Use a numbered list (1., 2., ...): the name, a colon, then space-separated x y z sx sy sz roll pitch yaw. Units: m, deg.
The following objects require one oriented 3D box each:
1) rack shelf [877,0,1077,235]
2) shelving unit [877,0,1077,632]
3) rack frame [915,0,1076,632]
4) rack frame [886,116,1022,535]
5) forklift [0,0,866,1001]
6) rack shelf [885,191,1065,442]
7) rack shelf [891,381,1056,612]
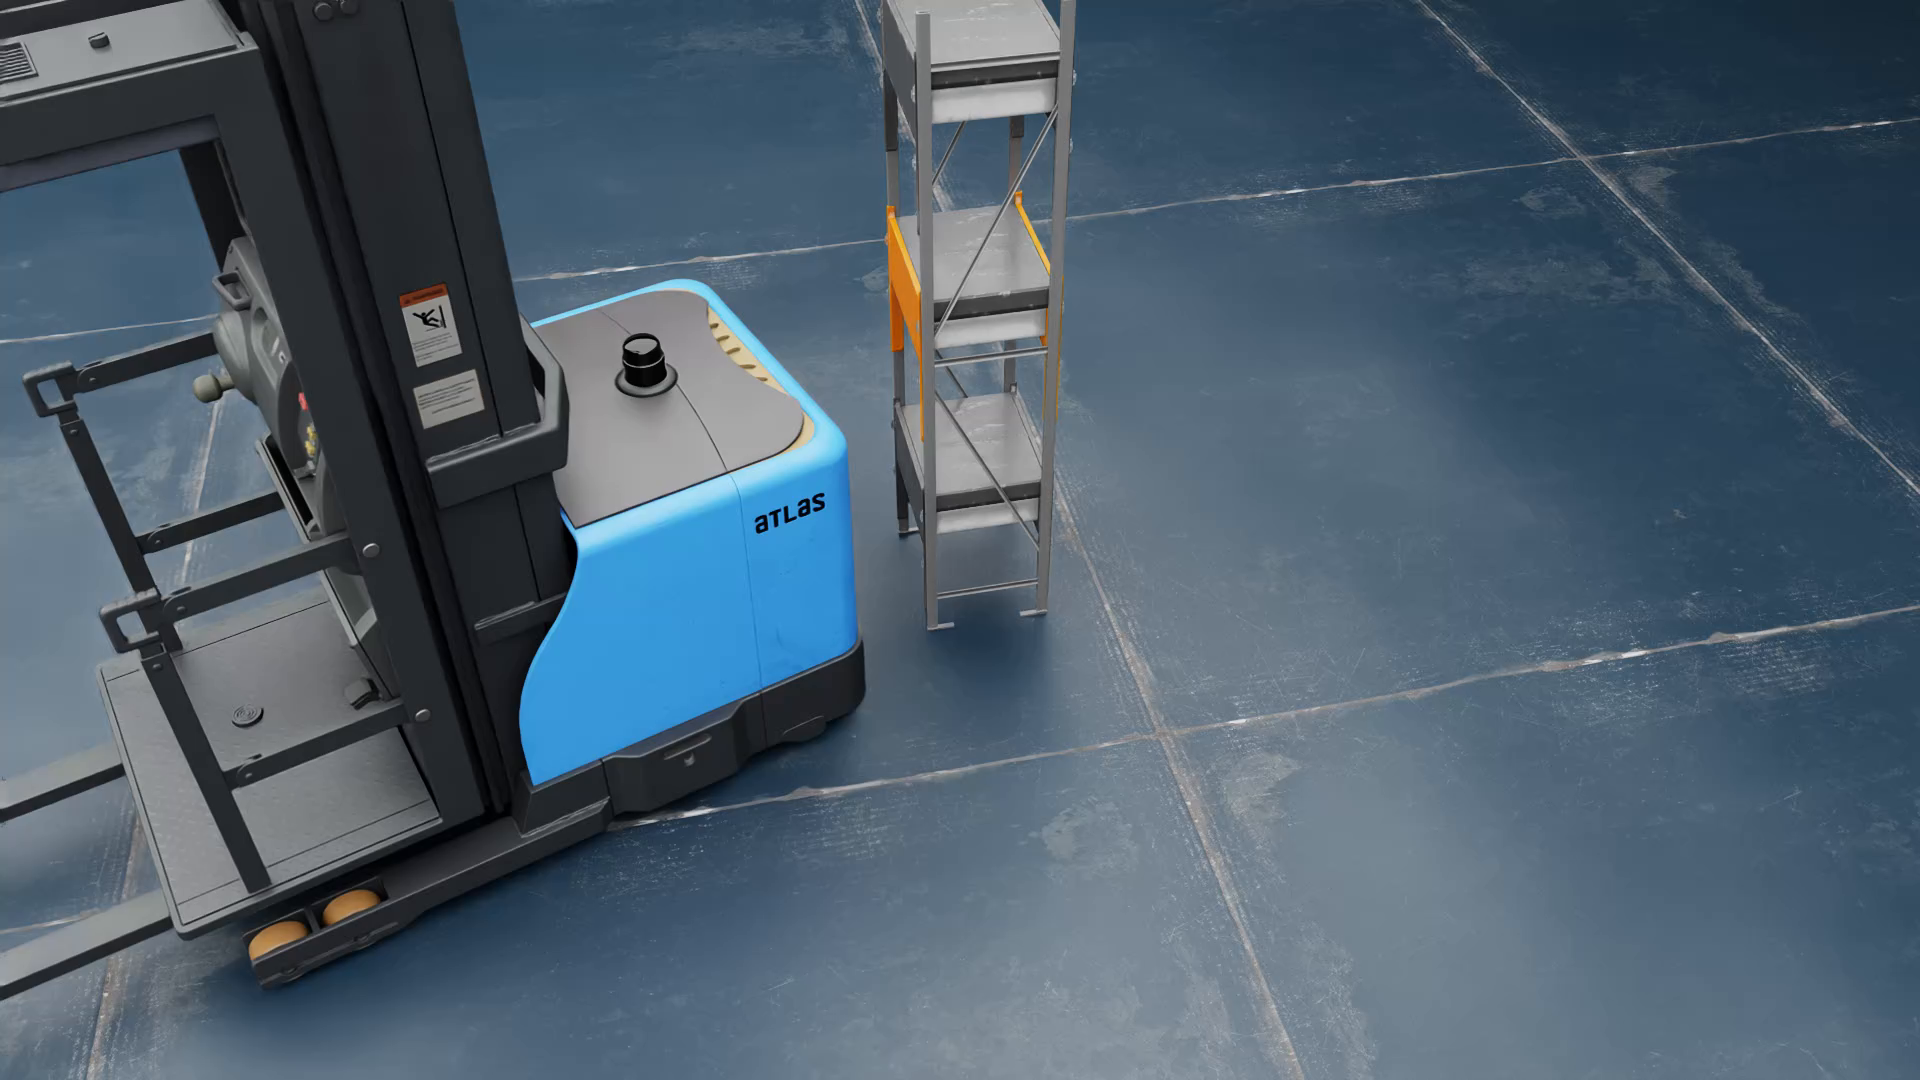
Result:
1. rack shelf: 0.036 -1.191 4.476 0.431 0.518 0.480 -8 42 -9
2. shelving unit: 0.036 -0.678 4.932 0.431 2.100 0.503 -8 42 -9
3. rack frame: 0.088 -0.520 4.754 0.400 2.100 0.015 -8 42 -9
4. rack frame: -0.017 -0.836 5.110 0.400 2.100 0.015 -8 42 -9
5. forklift: -1.814 -0.323 3.906 3.031 2.935 1.130 -22 46 -23
6. rack shelf: 0.036 -0.668 4.941 0.431 0.518 0.480 -8 42 -9
7. rack shelf: 0.036 -0.144 5.406 0.431 0.518 0.480 -8 42 -9
